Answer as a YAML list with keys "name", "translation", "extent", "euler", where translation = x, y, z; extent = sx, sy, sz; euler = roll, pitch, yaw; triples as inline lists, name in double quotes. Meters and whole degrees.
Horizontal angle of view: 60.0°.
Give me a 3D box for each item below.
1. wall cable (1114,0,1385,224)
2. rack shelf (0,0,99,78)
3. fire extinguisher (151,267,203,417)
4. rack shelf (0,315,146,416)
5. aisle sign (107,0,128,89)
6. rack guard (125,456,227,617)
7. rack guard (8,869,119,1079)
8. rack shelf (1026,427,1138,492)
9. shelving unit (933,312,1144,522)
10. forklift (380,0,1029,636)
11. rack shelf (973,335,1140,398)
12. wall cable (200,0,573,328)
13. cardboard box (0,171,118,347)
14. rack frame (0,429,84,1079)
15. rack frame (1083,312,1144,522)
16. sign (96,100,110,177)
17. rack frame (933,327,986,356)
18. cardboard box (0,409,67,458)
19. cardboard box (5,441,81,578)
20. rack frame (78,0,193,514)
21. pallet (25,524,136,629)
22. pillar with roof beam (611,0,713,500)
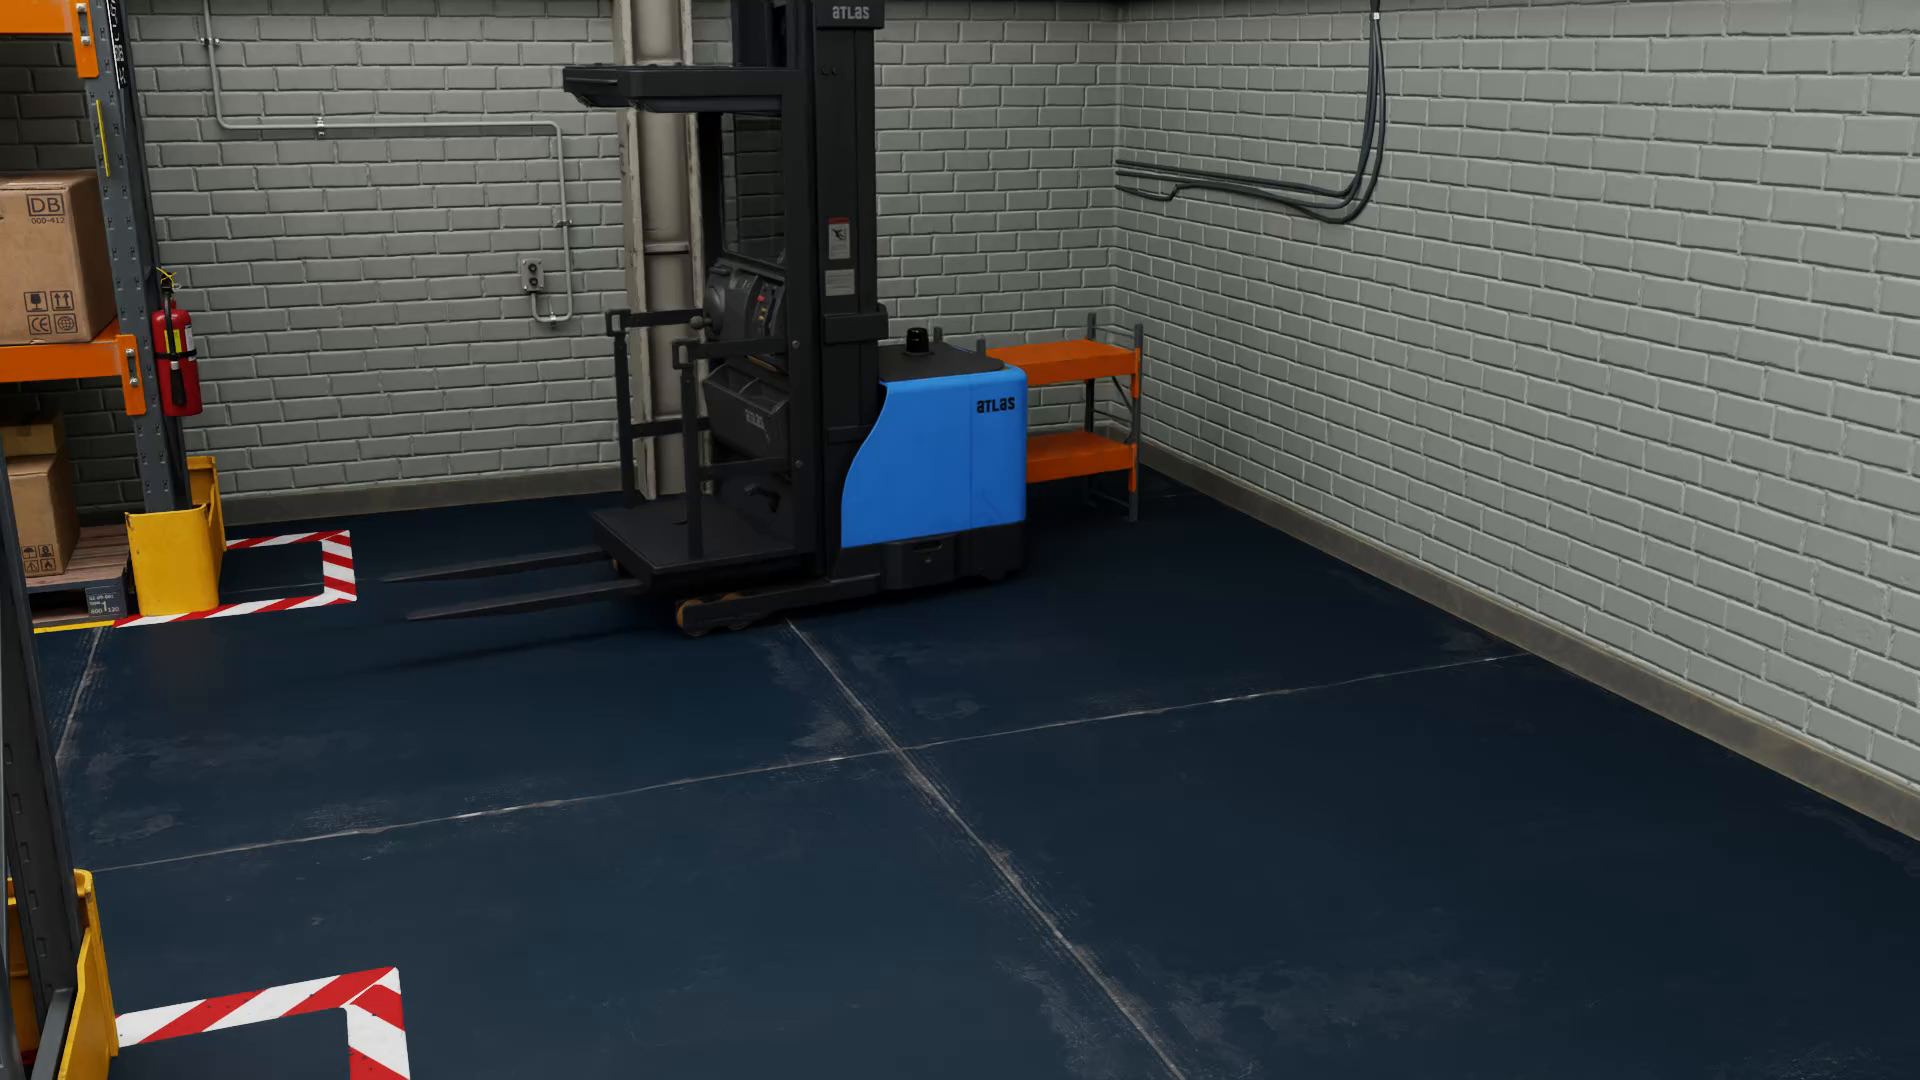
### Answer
- name: "wall cable"
  translation: [1.465, -3.103, 9.206]
  extent: [0.112, 2.526, 3.097]
  euler: [-6, 17, -20]
- name: "rack shelf"
  translation: [-5.811, -2.131, 6.984]
  extent: [4.000, 0.370, 1.077]
  euler: [-6, 17, -20]
- name: "fire extinguisher"
  translation: [-3.638, -0.916, 7.694]
  extent: [0.183, 0.674, 0.296]
  euler: [-6, 17, -20]
- name: "rack shelf"
  translation: [-5.811, -0.692, 7.407]
  extent: [4.000, 0.370, 1.077]
  euler: [-6, 17, -20]
- name: "aisle sign"
  translation: [-3.769, -2.414, 7.382]
  extent: [0.004, 0.787, 0.394]
  euler: [-6, 17, -20]
- name: "rack guard"
  translation: [-3.921, -0.042, 8.352]
  extent: [0.348, 0.500, 1.175]
  euler: [-6, 17, -20]
- name: "rack guard"
  translation: [-2.239, 1.271, 3.881]
  extent: [0.348, 0.500, 1.175]
  euler: [-6, 17, -20]
- name: "rack shelf"
  translation: [0.433, -0.399, 9.327]
  extent: [1.000, 0.278, 0.538]
  euler: [-9, 19, -29]
- name: "shelving unit"
  translation: [0.433, -0.633, 9.258]
  extent: [1.048, 1.125, 0.538]
  euler: [-9, 19, -29]
- name: "forklift"
  translation: [-1.197, -1.136, 7.763]
  extent: [3.031, 2.935, 1.130]
  euler: [-9, 18, -27]
- name: "rack shelf"
  translation: [0.433, -0.914, 9.175]
  extent: [1.000, 0.278, 0.538]
  euler: [-9, 19, -29]
- name: "wall cable"
  translation: [-3.087, -2.104, 9.136]
  extent: [1.851, 1.984, 0.084]
  euler: [-6, 17, -20]
- name: "cardboard box"
  translation: [-4.417, -1.328, 7.766]
  extent: [0.700, 0.700, 0.980]
  euler: [-5, 17, -18]
- name: "rack frame"
  translation: [-2.168, 0.064, 3.555]
  extent: [0.127, 3.000, 1.000]
  euler: [-6, 17, -20]
- name: "rack frame"
  translation: [0.871, -0.706, 9.505]
  extent: [0.032, 1.125, 0.500]
  euler: [-9, 19, -29]
- name: "sign"
  translation: [-3.763, -1.764, 7.305]
  extent: [0.005, 0.325, 0.100]
  euler: [-6, 17, -20]
- name: "rack frame"
  translation: [-0.006, -0.561, 9.011]
  extent: [0.032, 1.125, 0.500]
  euler: [-9, 19, -29]
- name: "cardboard box"
  translation: [-4.517, -0.520, 8.086]
  extent: [0.250, 0.149, 0.380]
  euler: [-6, 17, -20]
- name: "cardboard box"
  translation: [-4.562, -0.144, 7.955]
  extent: [0.500, 0.500, 0.700]
  euler: [-6, 17, -20]
- name: "rack frame"
  translation: [-3.944, -1.239, 7.992]
  extent: [0.127, 3.000, 1.000]
  euler: [-6, 17, -20]
- name: "pallet"
  translation: [-4.662, 0.201, 8.040]
  extent: [1.213, 0.211, 1.003]
  euler: [-6, 17, -20]
- name: "pillar with roof beam"
  translation: [-0.192, -3.484, 4.992]
  extent: [0.400, 9.000, 9.100]
  euler: [-6, 17, -20]
